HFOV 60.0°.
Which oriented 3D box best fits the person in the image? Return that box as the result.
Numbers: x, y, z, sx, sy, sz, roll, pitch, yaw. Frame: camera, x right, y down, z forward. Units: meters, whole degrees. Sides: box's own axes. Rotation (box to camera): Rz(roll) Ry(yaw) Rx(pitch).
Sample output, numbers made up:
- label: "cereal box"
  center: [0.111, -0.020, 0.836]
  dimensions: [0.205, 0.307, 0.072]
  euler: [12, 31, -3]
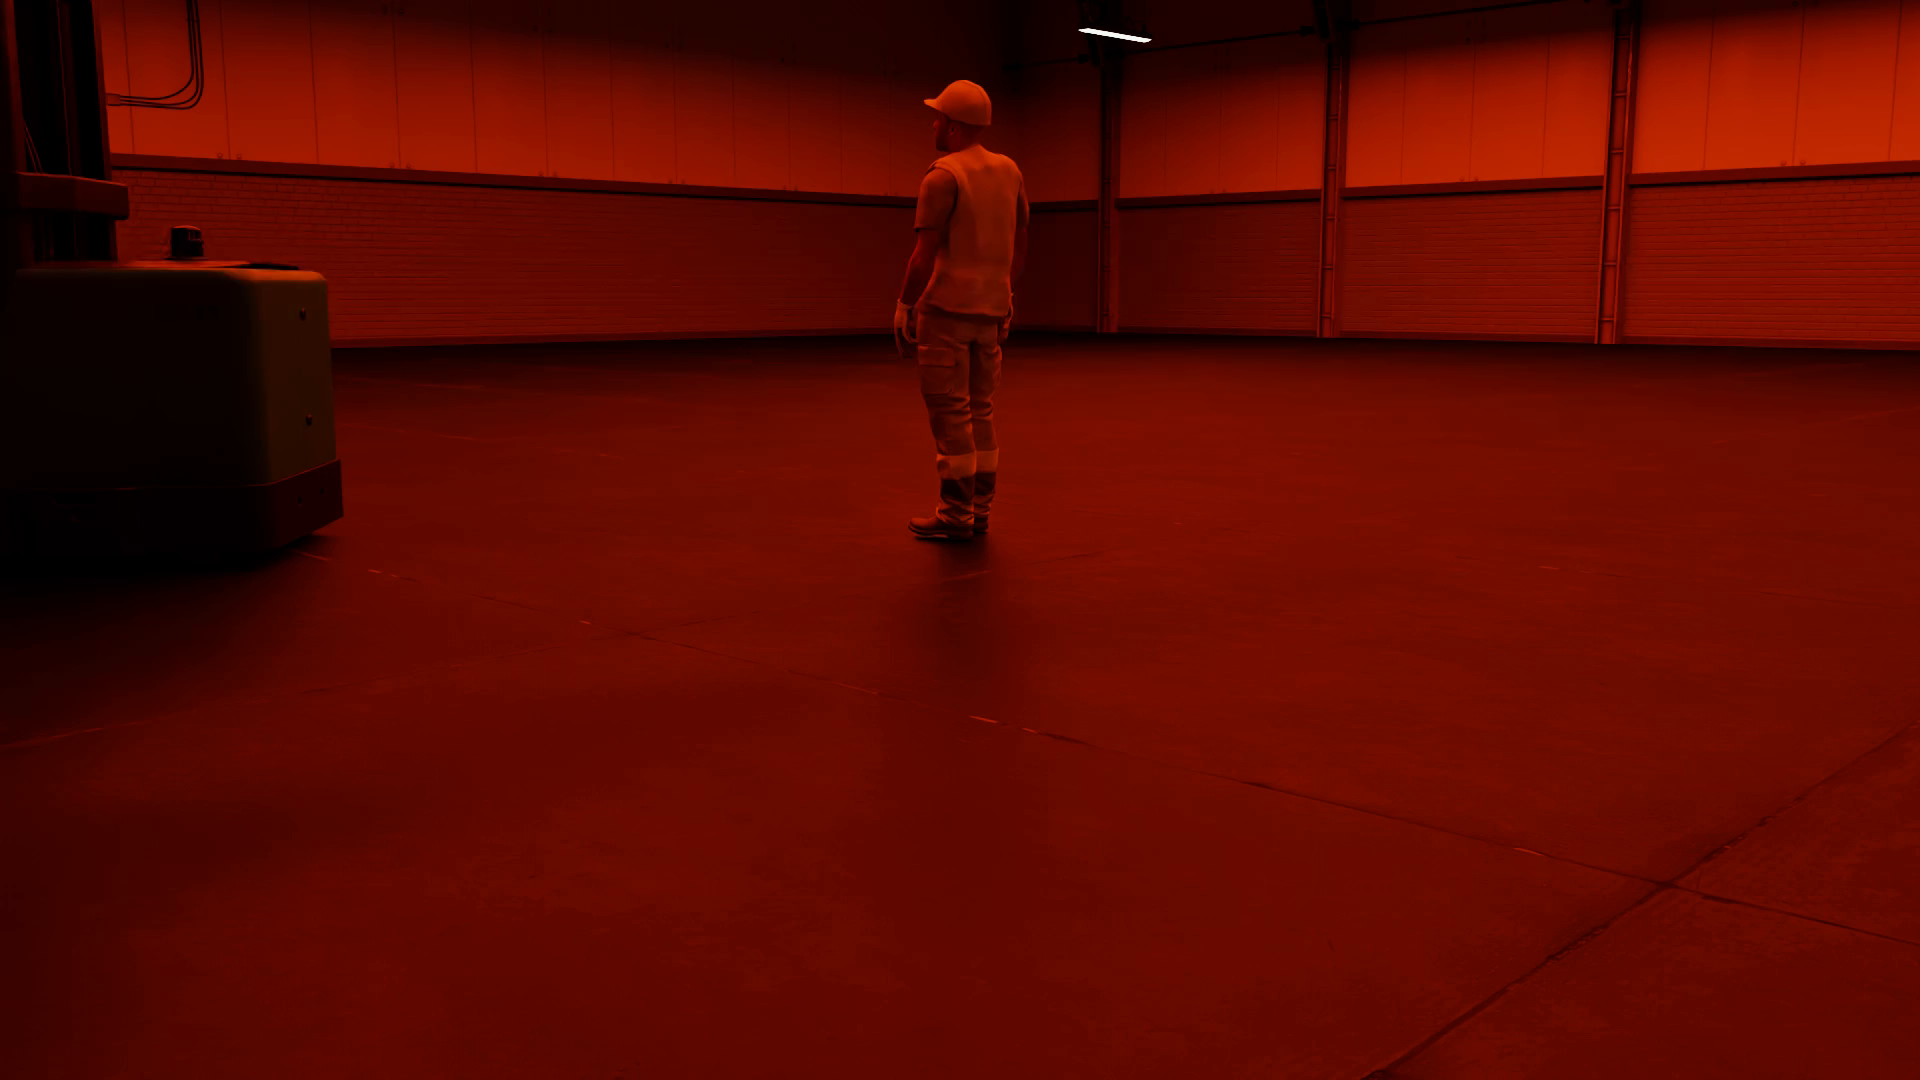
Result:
- label: "person"
  center: [-0.050, -0.902, 6.647]
  dimensions: [0.562, 1.790, 0.637]
  euler: [8, 12, 43]

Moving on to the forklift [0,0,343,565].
- label: "forklift"
  center: [-4.019, -1.390, 6.106]
  dimensions: [3.031, 2.935, 1.130]
  euler: [-1, 9, -5]
